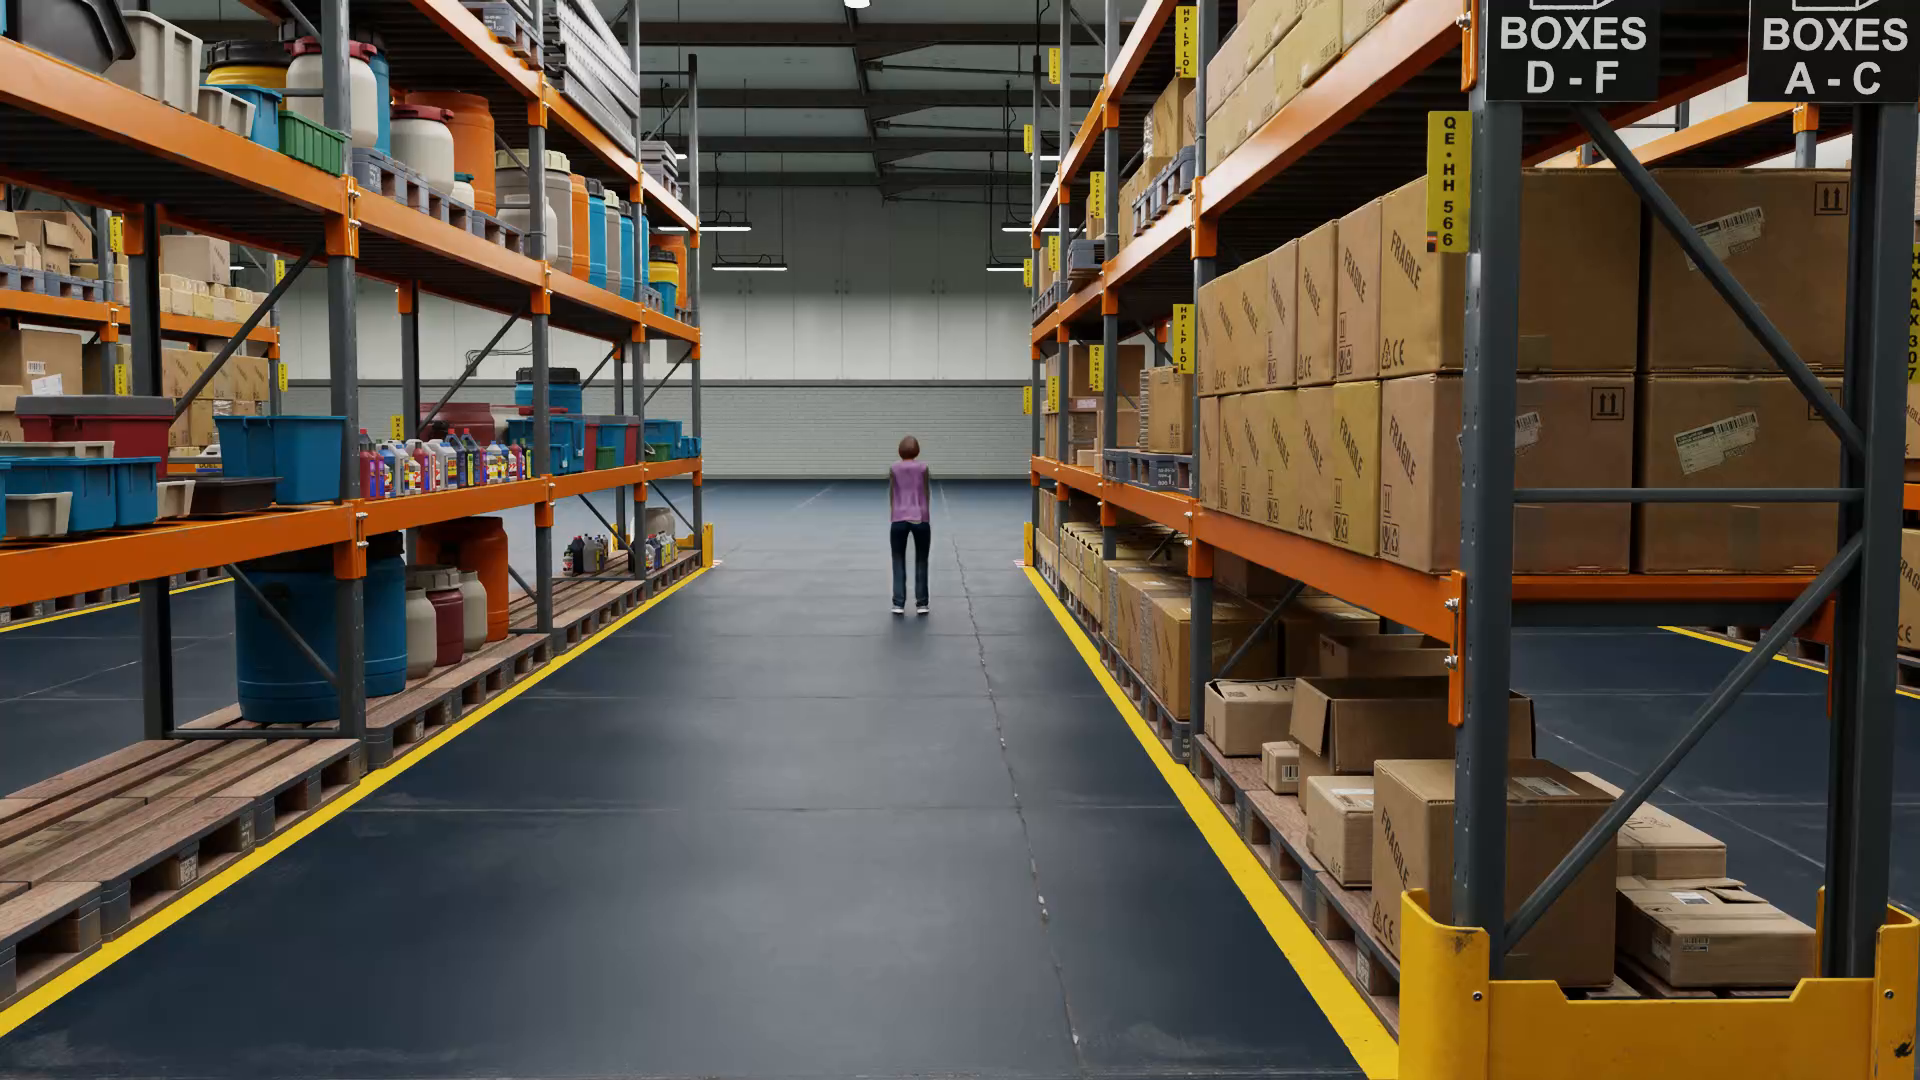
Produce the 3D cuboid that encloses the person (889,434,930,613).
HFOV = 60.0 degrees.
[{"bbox_3d":[-0.451,-0.146,14.873,0.375,1.599,0.497,0,4,-2],"label":"person"}]
